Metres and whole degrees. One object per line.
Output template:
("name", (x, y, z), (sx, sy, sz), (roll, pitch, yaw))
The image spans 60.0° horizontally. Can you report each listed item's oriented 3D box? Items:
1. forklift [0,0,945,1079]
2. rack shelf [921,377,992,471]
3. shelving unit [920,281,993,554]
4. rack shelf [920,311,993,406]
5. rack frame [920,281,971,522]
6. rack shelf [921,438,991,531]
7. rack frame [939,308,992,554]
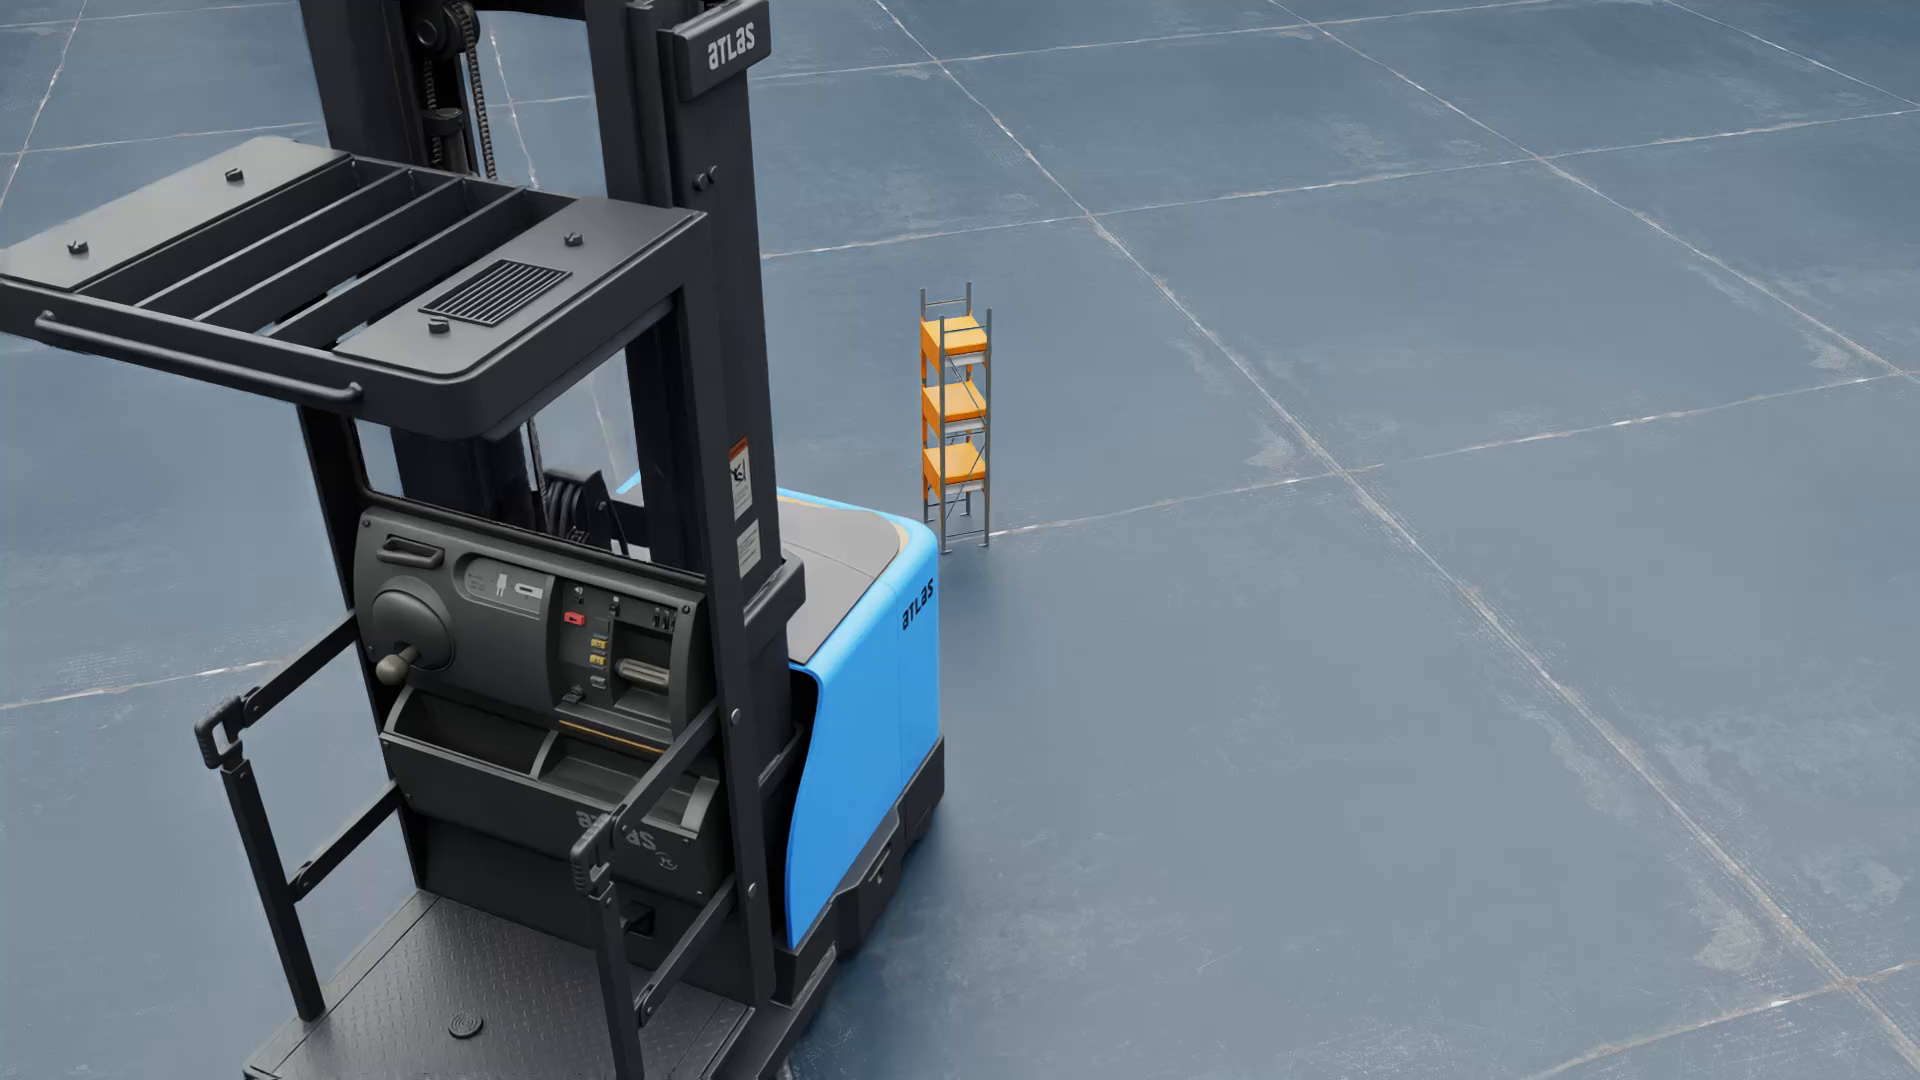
("forklift", (-1.101, 0.265, 3.691), (1.130, 2.935, 3.031), (13, 36, 19))
("rack shelf", (-0.016, -0.457, 6.509), (0.215, 0.259, 0.240), (-10, 35, -15))
("shelving unit", (-0.016, -0.466, 6.503), (0.215, 1.050, 0.252), (-10, 35, -15))
("rack shelf", (-0.016, -0.694, 6.352), (0.215, 0.259, 0.240), (-10, 35, -15))
("rack frame", (-0.054, -0.530, 6.600), (0.200, 1.050, 0.008), (-10, 35, -15))
("rack shelf", (-0.016, -0.225, 6.662), (0.215, 0.259, 0.240), (-10, 35, -15))
("rack frame", (0.021, -0.402, 6.406), (0.200, 1.050, 0.008), (-10, 35, -15))
